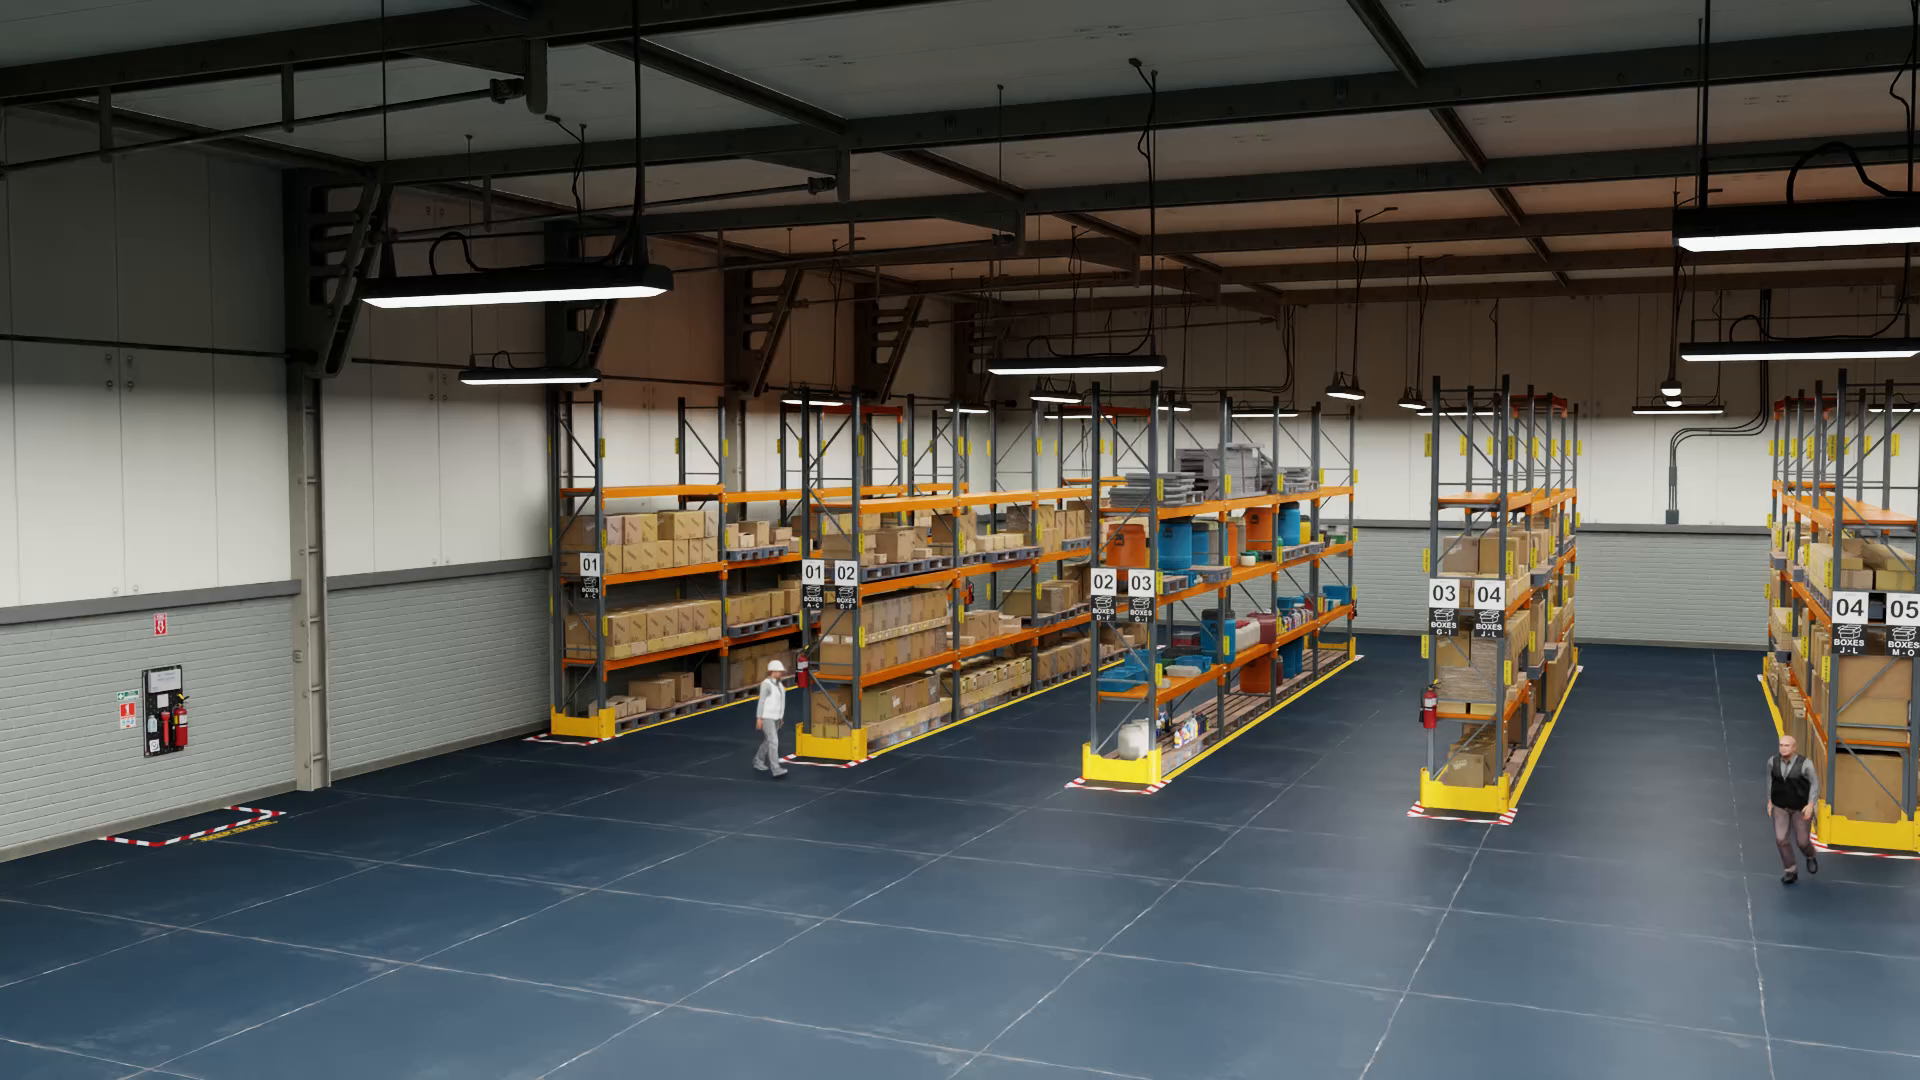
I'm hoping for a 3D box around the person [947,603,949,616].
[{"bbox_3d":[-0.566,1.984,38.607,0.557,1.726,1.144,1,3,14],"label":"person"}]

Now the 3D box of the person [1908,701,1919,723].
[{"bbox_3d":[17.152,2.506,30.146,0.512,1.674,0.516,1,3,23],"label":"person"}]

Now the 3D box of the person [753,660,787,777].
[{"bbox_3d":[-2.896,2.729,25.583,0.843,1.750,0.585,2,4,26],"label":"person"}]

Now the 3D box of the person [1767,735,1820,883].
[{"bbox_3d":[9.703,3.094,19.325,0.598,1.691,0.656,3,4,44],"label":"person"}]
